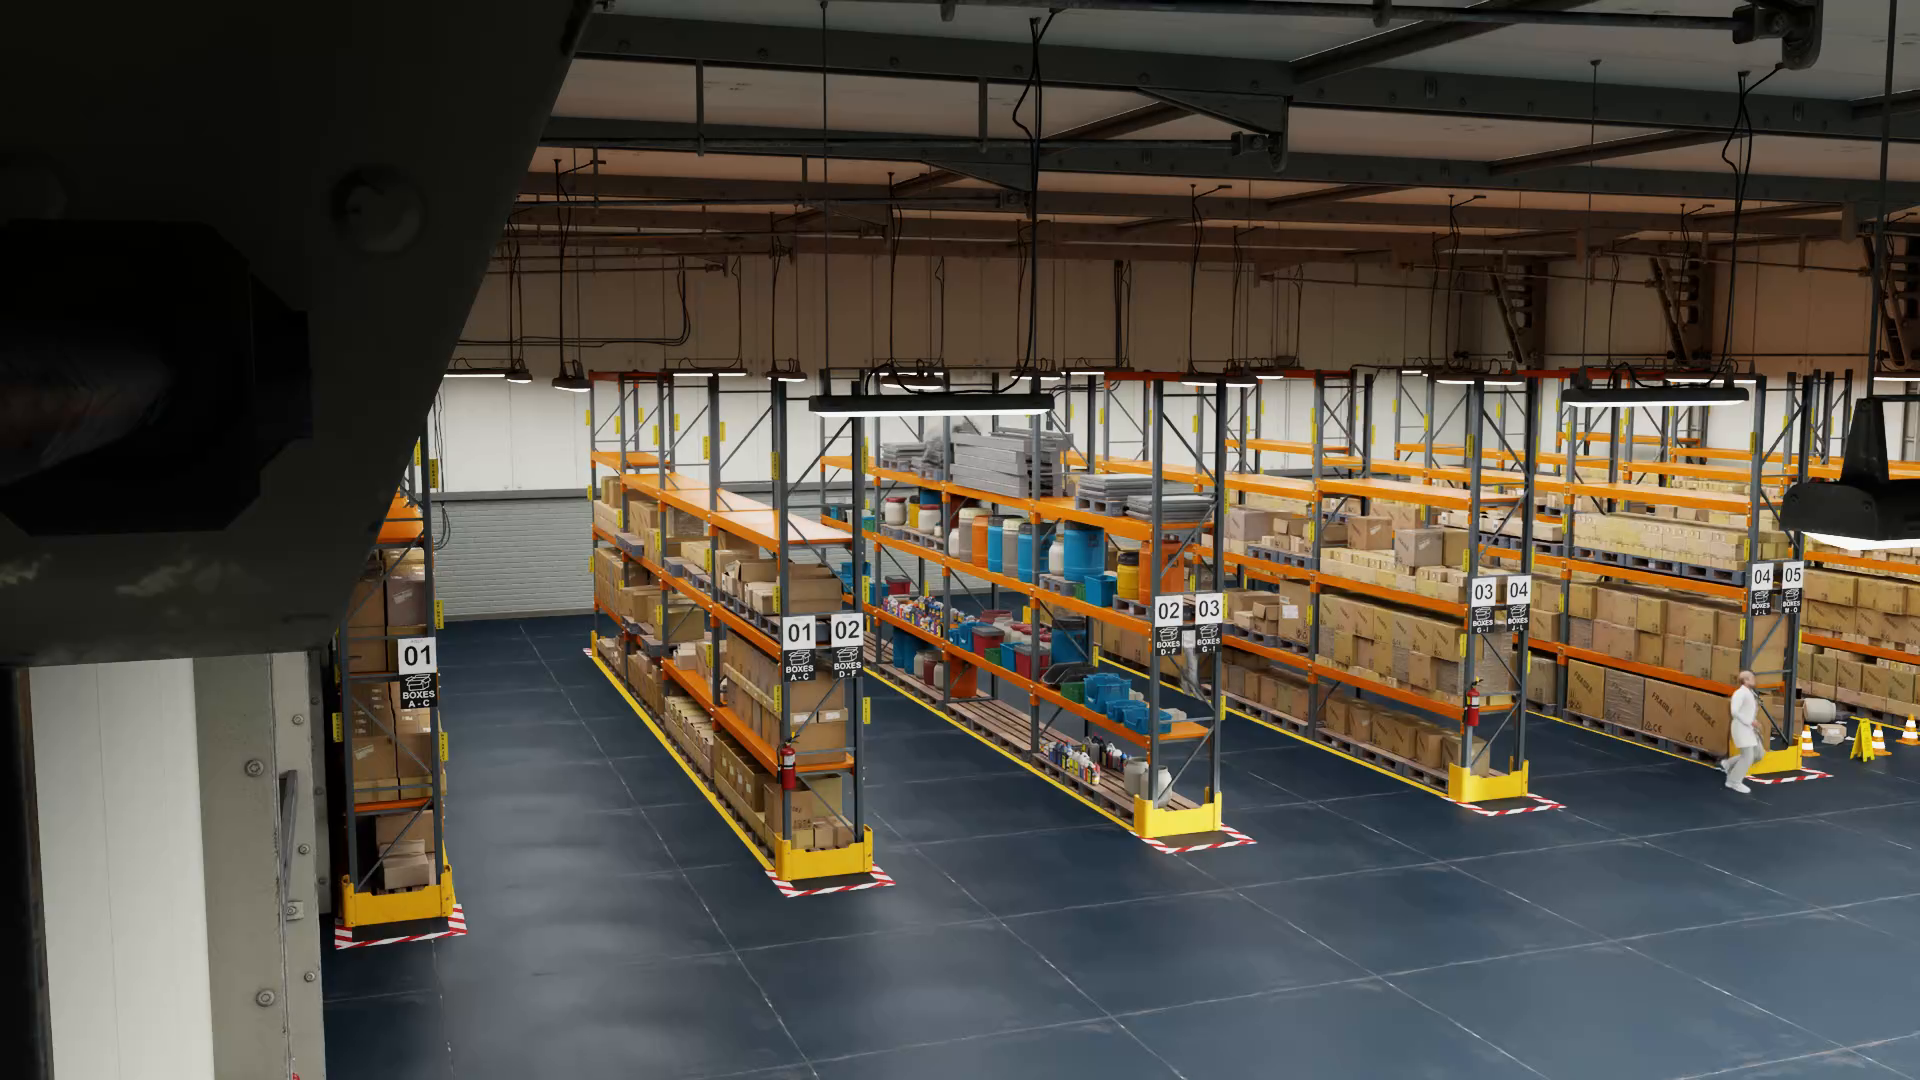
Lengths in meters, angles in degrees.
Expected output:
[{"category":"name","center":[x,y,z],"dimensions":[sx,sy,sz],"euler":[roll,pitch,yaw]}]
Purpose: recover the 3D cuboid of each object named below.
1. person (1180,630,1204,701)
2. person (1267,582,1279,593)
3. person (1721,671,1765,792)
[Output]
[{"category":"person","center":[4.099,1.894,29.184],"dimensions":[0.700,1.804,0.920],"euler":[-3,7,-27]},{"category":"person","center":[8.041,0.851,42.110],"dimensions":[0.777,1.600,0.530],"euler":[-2,7,-13]},{"category":"person","center":[11.470,2.778,24.288],"dimensions":[0.608,1.738,0.733],"euler":[6,9,42]}]
